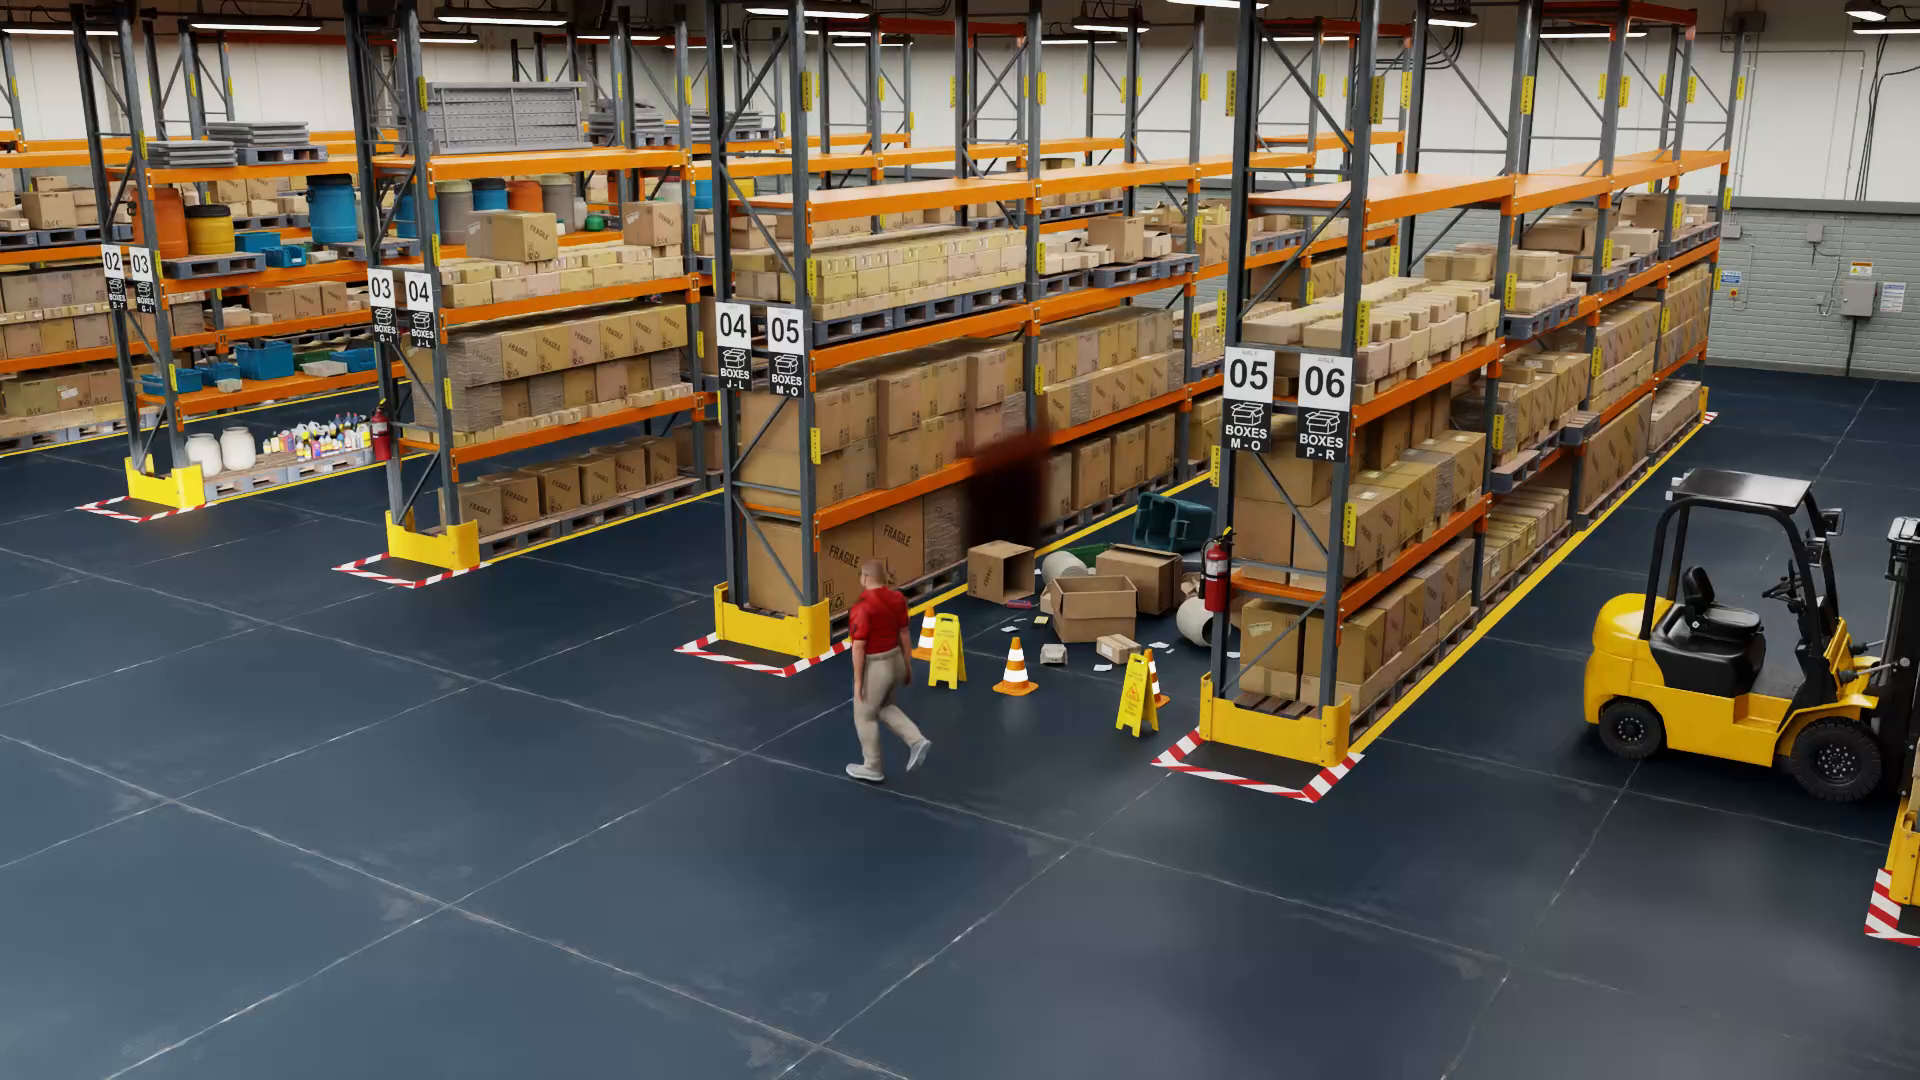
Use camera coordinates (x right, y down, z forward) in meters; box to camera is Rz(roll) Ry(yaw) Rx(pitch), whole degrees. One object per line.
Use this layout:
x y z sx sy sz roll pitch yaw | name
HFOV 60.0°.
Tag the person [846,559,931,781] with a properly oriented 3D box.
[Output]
-0.571 0.984 12.406 0.630 1.711 0.532 8 18 27 | person
